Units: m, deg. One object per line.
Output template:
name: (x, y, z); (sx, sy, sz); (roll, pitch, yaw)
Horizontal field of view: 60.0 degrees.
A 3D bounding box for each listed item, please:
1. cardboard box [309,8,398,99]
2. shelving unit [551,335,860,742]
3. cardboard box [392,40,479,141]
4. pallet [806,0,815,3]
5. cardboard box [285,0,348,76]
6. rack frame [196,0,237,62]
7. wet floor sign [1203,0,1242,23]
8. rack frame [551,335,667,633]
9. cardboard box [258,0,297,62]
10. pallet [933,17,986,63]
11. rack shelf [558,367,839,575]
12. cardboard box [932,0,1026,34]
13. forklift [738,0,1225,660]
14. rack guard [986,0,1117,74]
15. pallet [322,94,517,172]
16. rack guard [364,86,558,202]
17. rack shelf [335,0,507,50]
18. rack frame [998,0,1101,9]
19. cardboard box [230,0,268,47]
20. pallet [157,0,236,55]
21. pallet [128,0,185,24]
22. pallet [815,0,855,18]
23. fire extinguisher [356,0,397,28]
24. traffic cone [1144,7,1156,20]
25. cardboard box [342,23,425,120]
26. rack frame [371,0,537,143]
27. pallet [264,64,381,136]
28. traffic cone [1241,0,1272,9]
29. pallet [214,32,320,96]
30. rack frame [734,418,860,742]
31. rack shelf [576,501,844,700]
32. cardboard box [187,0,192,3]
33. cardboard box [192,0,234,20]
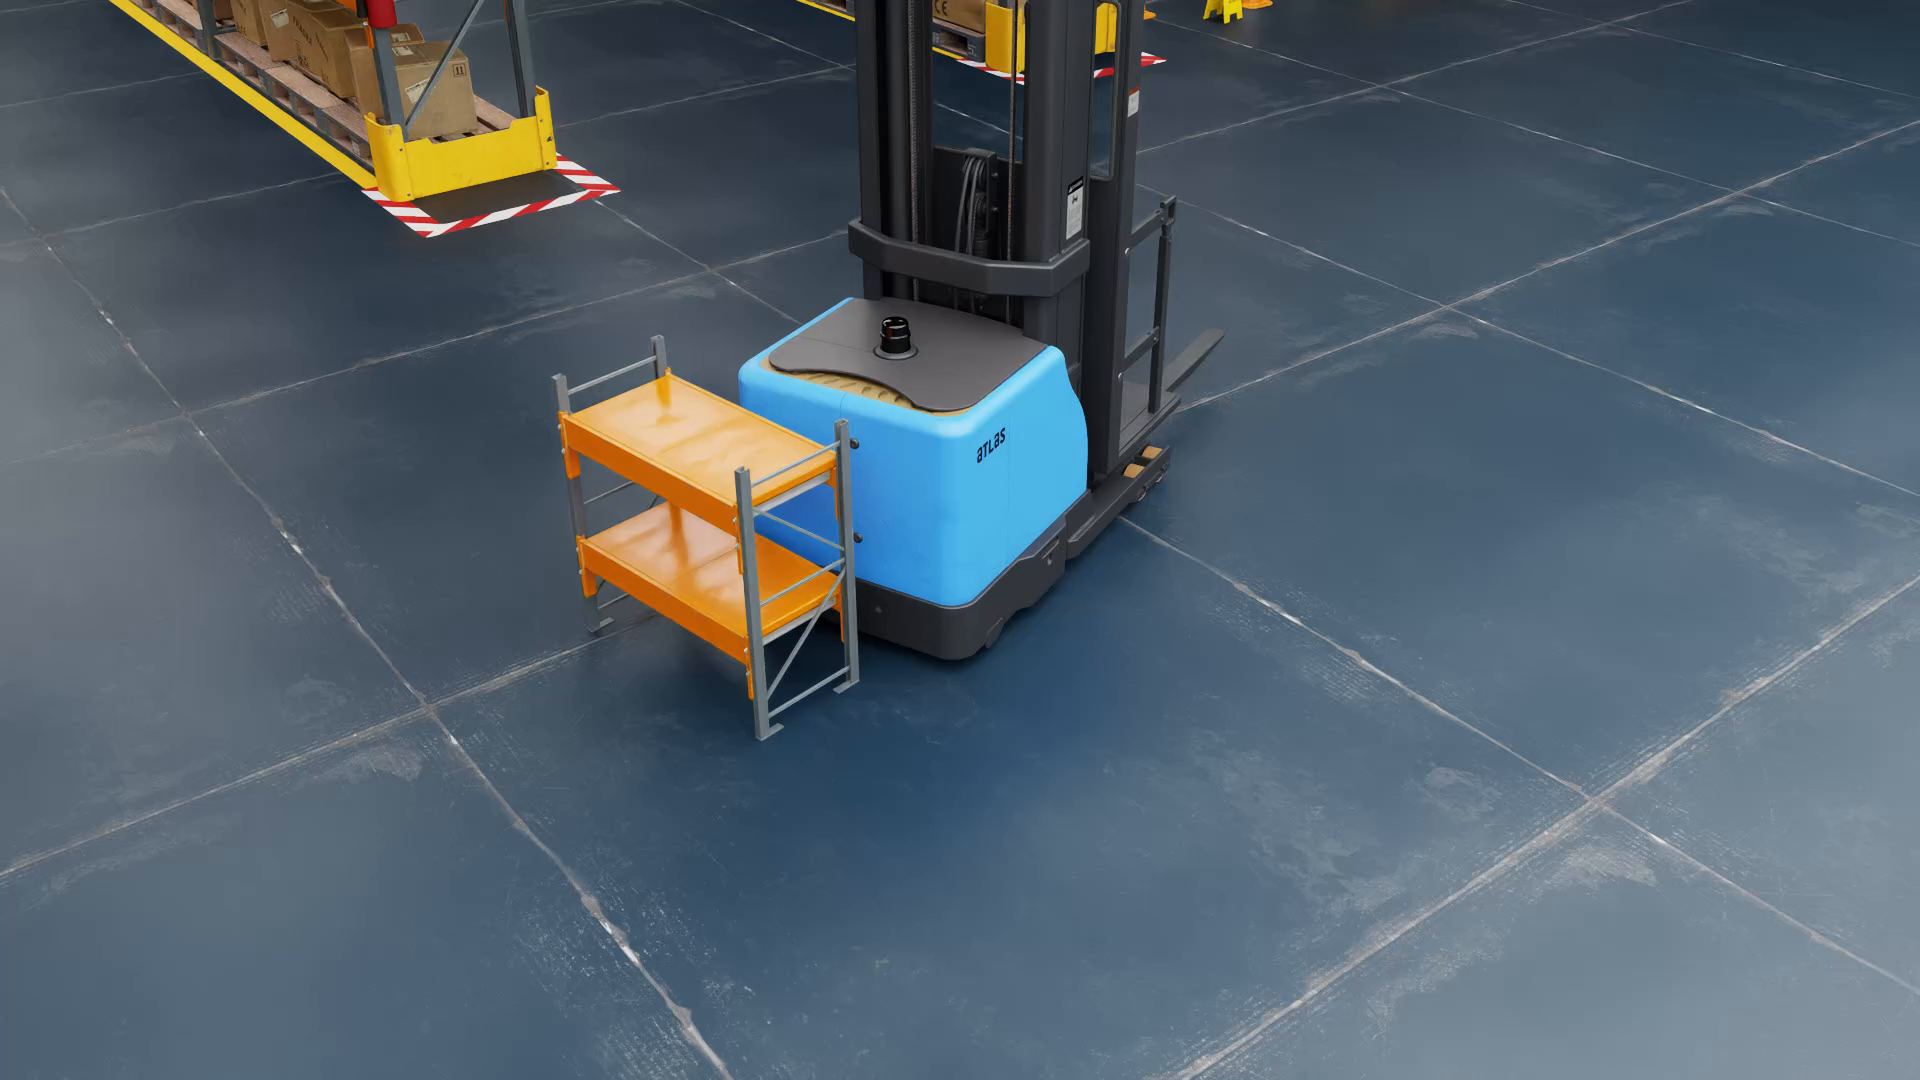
cardboard box: (-4.379, -3.565, 12.118); (0.500, 0.500, 0.500); (-19, 36, -27)
shelving unit: (-0.940, -0.027, 6.227); (1.048, 1.125, 0.538); (26, 40, 35)
cardboard box: (-3.617, -3.060, 11.305); (0.500, 0.500, 0.500); (-15, 35, -23)
pallet: (-1.315, -5.381, 15.713); (1.003, 0.211, 1.213); (-22, 38, -31)
cardboard box: (-4.686, -3.812, 12.516); (0.500, 0.500, 0.500); (-26, 40, -35)
rack frame: (-5.700, -5.345, 13.012); (1.000, 3.000, 0.127); (-22, 38, -31)
wet floor sign: (2.315, -4.869, 14.477); (0.232, 0.644, 0.267); (26, 40, 35)
rack frame: (-1.314, -0.208, 6.520); (0.032, 1.125, 0.500); (26, 40, 35)
cardboard box: (-5.129, -4.045, 12.892); (0.500, 0.500, 0.500); (-11, 33, -16)
pallet: (0.181, -4.364, 14.076); (1.003, 0.211, 1.213); (-22, 38, -31)
rack shelf: (-0.940, -0.275, 6.072); (1.000, 0.278, 0.538); (26, 40, 35)
cardboard box: (0.265, -4.777, 13.715); (0.875, 0.875, 0.875); (-22, 38, -31)
forklift: (0.316, -1.533, 6.939); (1.130, 2.935, 3.031); (17, 36, 25)
rack guard: (0.748, -4.168, 13.488); (1.175, 0.500, 0.348); (-22, 38, -31)
pallet: (-3.764, -2.875, 11.679); (1.003, 0.211, 1.213); (-22, 38, -31)
rack guard: (-3.294, -2.648, 11.039); (1.175, 0.500, 0.348); (-22, 38, -31)
rack shelf: (-4.473, -4.206, 11.860); (1.077, 0.370, 4.000); (-22, 38, -31)
rack frame: (0.733, -5.240, 12.844); (1.000, 3.000, 0.127); (-22, 38, -31)
cardboard box: (-5.486, -4.282, 13.272); (0.500, 0.500, 0.500); (-24, 39, -33)
pallet: (-6.178, -4.484, 14.270); (1.003, 0.211, 1.213); (-22, 38, -31)
pallet: (-6.931, -4.993, 15.089); (1.003, 0.211, 1.213); (-22, 38, -31)
pallet: (-0.563, -4.872, 14.894); (1.003, 0.211, 1.213); (-22, 38, -31)
fire extinguisher: (-3.541, -3.448, 10.032); (0.296, 0.674, 0.183); (-22, 38, -31)
traffic cone: (1.529, -4.843, 14.610); (0.336, 0.463, 0.334); (-22, 38, -31)
cardboard box: (-4.010, -3.298, 11.688); (0.500, 0.500, 0.500); (-12, 34, -19)
rack frame: (-3.247, -3.678, 10.328); (1.000, 3.000, 0.127); (-22, 38, -31)
pallet: (-4.508, -3.383, 12.497); (1.003, 0.211, 1.213); (-22, 38, -31)
traffic cone: (2.630, -5.067, 14.970); (0.336, 0.463, 0.334); (-22, 38, -31)
pallet: (-5.260, -3.892, 13.316); (1.003, 0.211, 1.213); (-22, 38, -31)
rack frame: (-0.566, 0.155, 5.934); (0.032, 1.125, 0.500); (26, 40, 35)
rack shelf: (-0.940, 0.181, 6.356); (1.000, 0.278, 0.538); (26, 40, 35)
cardboard box: (-6.337, -4.938, 14.309); (0.700, 0.500, 0.500); (-23, 38, -32)
cardboard box: (-6.059, -4.733, 13.979); (0.700, 0.500, 0.500); (-26, 40, -35)
